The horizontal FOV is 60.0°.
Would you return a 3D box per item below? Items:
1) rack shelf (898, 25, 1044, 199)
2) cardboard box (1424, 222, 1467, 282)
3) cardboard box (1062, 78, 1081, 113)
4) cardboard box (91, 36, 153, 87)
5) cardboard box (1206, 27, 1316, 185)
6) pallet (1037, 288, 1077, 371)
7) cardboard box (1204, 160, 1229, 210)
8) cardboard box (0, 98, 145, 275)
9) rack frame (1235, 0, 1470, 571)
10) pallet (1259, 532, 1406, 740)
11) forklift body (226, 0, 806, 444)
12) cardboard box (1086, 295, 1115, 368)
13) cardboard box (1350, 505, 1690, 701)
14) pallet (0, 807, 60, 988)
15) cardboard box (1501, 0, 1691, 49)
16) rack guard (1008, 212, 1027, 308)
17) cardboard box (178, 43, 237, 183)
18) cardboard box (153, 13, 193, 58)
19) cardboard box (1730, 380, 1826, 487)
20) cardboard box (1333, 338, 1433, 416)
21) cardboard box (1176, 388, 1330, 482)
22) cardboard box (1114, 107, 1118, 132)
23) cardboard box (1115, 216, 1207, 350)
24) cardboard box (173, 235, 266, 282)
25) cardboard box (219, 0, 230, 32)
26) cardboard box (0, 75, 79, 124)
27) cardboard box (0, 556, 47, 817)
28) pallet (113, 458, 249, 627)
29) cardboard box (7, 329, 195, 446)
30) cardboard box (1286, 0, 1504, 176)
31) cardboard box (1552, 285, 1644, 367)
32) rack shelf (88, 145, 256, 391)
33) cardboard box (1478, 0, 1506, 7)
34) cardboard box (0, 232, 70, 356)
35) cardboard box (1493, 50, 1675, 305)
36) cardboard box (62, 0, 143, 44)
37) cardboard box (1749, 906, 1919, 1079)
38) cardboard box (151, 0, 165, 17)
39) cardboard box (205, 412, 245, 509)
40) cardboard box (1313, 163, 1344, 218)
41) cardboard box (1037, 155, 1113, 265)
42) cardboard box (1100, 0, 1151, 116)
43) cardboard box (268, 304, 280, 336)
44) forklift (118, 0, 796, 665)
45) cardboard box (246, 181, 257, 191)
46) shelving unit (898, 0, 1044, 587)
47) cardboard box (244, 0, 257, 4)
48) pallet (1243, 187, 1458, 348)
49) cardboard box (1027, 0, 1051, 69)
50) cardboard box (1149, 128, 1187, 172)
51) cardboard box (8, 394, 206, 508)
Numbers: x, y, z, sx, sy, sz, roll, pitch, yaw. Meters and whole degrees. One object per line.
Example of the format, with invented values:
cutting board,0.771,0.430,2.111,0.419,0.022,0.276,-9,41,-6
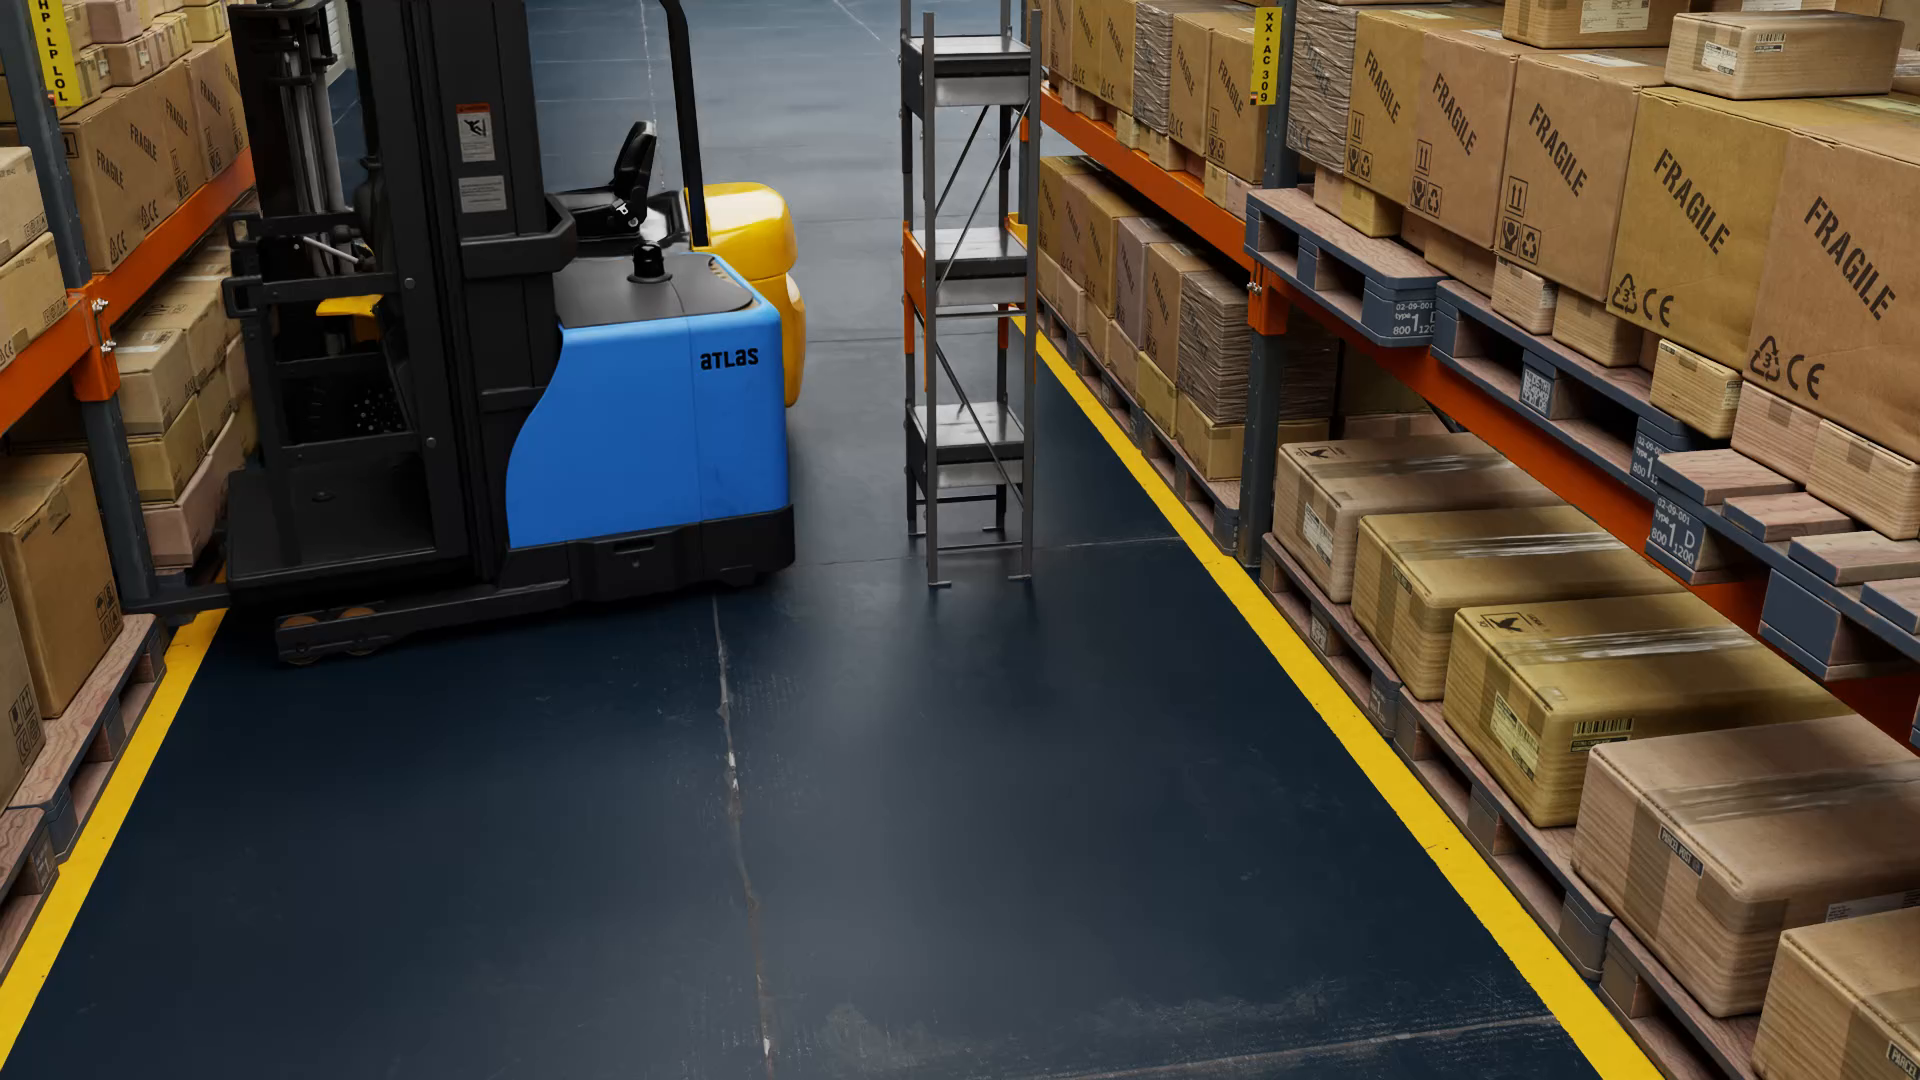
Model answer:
rack shelf,0.031,-1.526,5.906,0.431,0.518,0.480,-4,24,-10
cardboard box,1.554,-0.844,4.724,0.380,0.149,0.250,-4,24,-9
cardboard box,0.743,-2.314,8.614,0.380,0.149,0.250,-4,24,-9
cardboard box,-3.184,-1.740,6.051,0.380,0.149,0.250,-4,24,-9
cardboard box,1.265,-1.655,6.295,0.500,0.500,0.500,-5,24,-11
pallet,0.981,-1.260,9.371,1.003,0.211,1.213,-4,24,-10
cardboard box,1.179,-1.403,6.528,0.380,0.149,0.250,-4,24,-9
cardboard box,-3.112,-1.187,5.595,0.500,0.500,0.500,-5,24,-11
rack frame,1.591,-1.316,6.016,1.000,3.000,0.127,-4,24,-10
pallet,1.737,0.268,5.873,1.003,0.211,1.213,-4,24,-10
forklift body,-1.882,-1.521,7.545,2.313,2.155,1.214,-4,24,-10
cardboard box,0.929,-1.069,8.361,0.500,0.250,0.500,-3,24,-6
cardboard box,1.827,0.184,5.339,0.950,0.372,0.625,-3,24,-6
pallet,-2.883,1.098,3.972,1.003,0.211,1.213,-4,24,-10
cardboard box,1.633,-1.357,4.278,0.380,0.149,0.250,-3,24,-7
rack guard,0.866,-1.714,10.050,1.175,0.500,0.348,-4,24,-10
cardboard box,-3.391,-1.789,6.974,0.500,0.500,0.500,-4,24,-9
cardboard box,-3.353,-2.045,6.749,0.380,0.149,0.250,-5,24,-11
cardboard box,1.789,-0.227,3.312,0.380,0.149,0.250,-5,24,-12
cardboard box,1.747,-0.844,6.909,0.500,0.500,0.500,-3,24,-7
cardboard box,1.218,-0.461,6.969,0.500,0.250,0.500,-3,24,-7
cardboard box,0.951,-2.009,7.916,0.380,0.149,0.250,-5,24,-11
cardboard box,1.027,-1.206,7.737,0.500,0.500,0.500,-3,24,-7
cardboard box,-3.345,-1.155,7.309,0.500,0.250,0.500,-5,24,-11
cardboard box,-3.492,-2.343,7.433,0.380,0.149,0.250,-5,24,-11
cardboard box,-3.087,-1.435,5.353,0.380,0.149,0.250,-5,24,-11
cardboard box,-3.043,0.459,4.395,0.875,0.625,0.625,-5,24,-10
pallet,-3.392,0.014,6.453,1.003,0.211,1.213,-4,24,-10
cardboard box,-3.067,-0.552,5.927,0.500,0.250,0.500,-5,24,-11
cardboard box,1.396,-1.485,5.382,0.500,0.500,0.500,-4,24,-8
cardboard box,1.675,-0.535,4.017,0.380,0.149,0.250,-5,24,-11
rack shelf,-3.656,-1.404,7.117,1.077,0.370,4.000,-4,24,-10
cardboard box,1.902,-1.526,5.475,0.500,0.500,0.500,-5,24,-11
cardboard box,-2.936,-0.700,4.792,0.500,0.250,0.500,-4,24,-9
cardboard box,1.673,-0.892,4.022,0.500,0.500,0.500,-5,24,-12
cardboard box,-3.193,-1.879,5.997,0.380,0.149,0.250,-4,24,-9
cardboard box,2.236,1.046,3.366,0.950,0.372,0.625,-6,24,-13
cardboard box,-3.433,-2.172,6.668,0.380,0.149,0.250,-4,24,-10
cardboard box,-3.159,-0.293,6.584,0.500,0.250,0.500,-5,24,-11
cardboard box,1.383,-1.153,5.431,0.380,0.149,0.250,-4,24,-9
cardboard box,0.734,-1.819,9.140,0.500,0.500,0.500,-5,24,-12
cardboard box,0.963,-2.262,7.684,0.500,0.500,0.500,-5,24,-11
cardboard box,-3.341,-0.917,7.389,0.500,0.250,0.500,-4,24,-10
forklift,-2.203,-1.150,5.721,3.031,2.935,1.130,-9,25,-20
cardboard box,-3.634,-1.753,8.678,0.500,0.250,0.500,-4,24,-8
shelving unit,0.031,-0.897,6.181,0.431,2.100,0.503,-4,24,-10
cardboard box,-3.610,-2.650,8.134,0.380,0.149,0.250,-4,24,-9
pallet,1.590,-0.917,5.342,1.003,0.211,1.213,-4,24,-10
cardboard box,0.667,-2.865,9.065,0.500,0.500,0.500,-5,24,-11
cardboard box,1.041,-1.704,7.219,0.380,0.149,0.250,-5,24,-11
cardboard box,-3.072,-0.322,6.026,0.500,0.250,0.500,-4,24,-10
